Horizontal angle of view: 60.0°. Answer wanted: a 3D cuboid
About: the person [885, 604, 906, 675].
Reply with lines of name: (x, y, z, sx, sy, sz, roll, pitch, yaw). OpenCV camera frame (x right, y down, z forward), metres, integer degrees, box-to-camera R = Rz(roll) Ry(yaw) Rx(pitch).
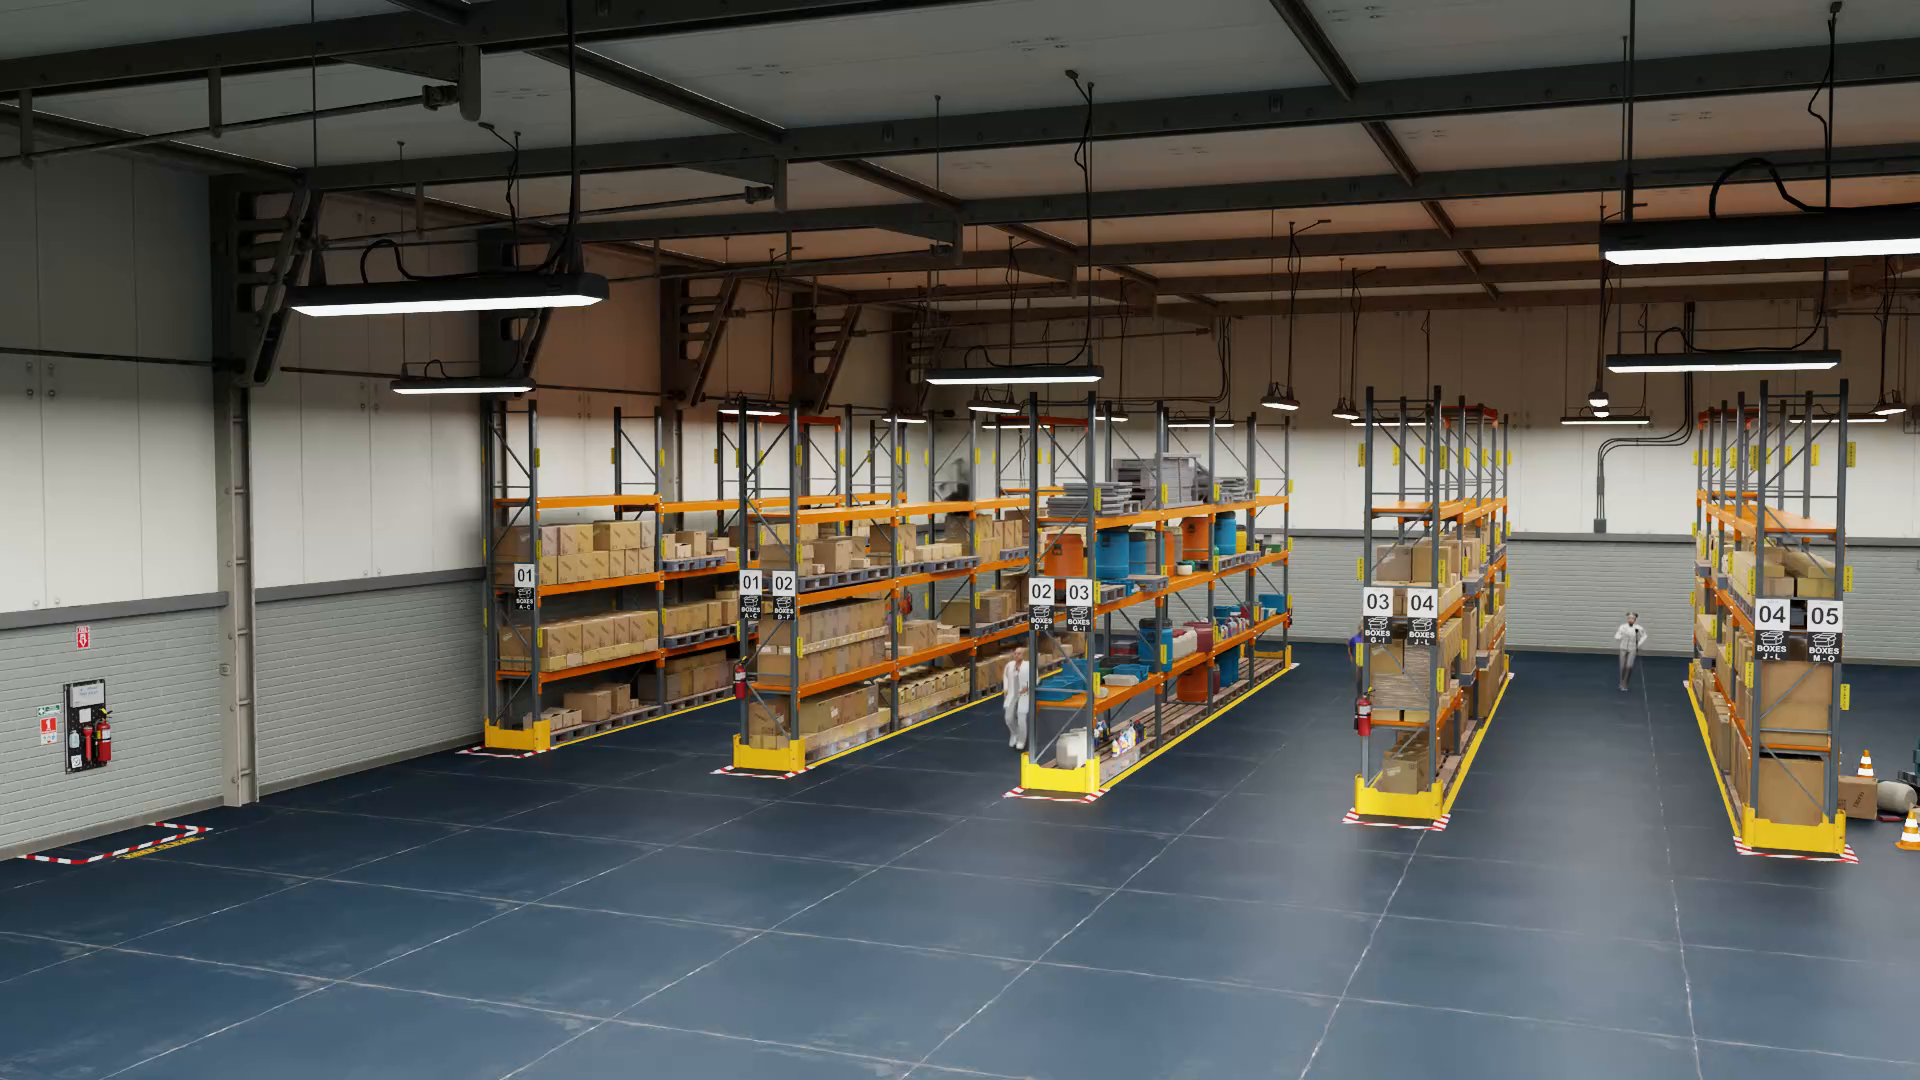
person: (-1.423, 2.152, 36.262, 0.565, 1.576, 0.514, 1, 3, 28)

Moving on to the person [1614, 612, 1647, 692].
person: (14.414, 2.408, 35.789, 0.612, 1.748, 0.714, 2, 3, 33)

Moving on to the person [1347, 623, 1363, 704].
person: (8.214, 2.517, 34.043, 0.586, 1.637, 0.633, 1, 3, 20)

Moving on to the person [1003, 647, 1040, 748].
person: (1.006, 2.717, 28.542, 0.717, 1.747, 0.645, 1, 3, 20)
